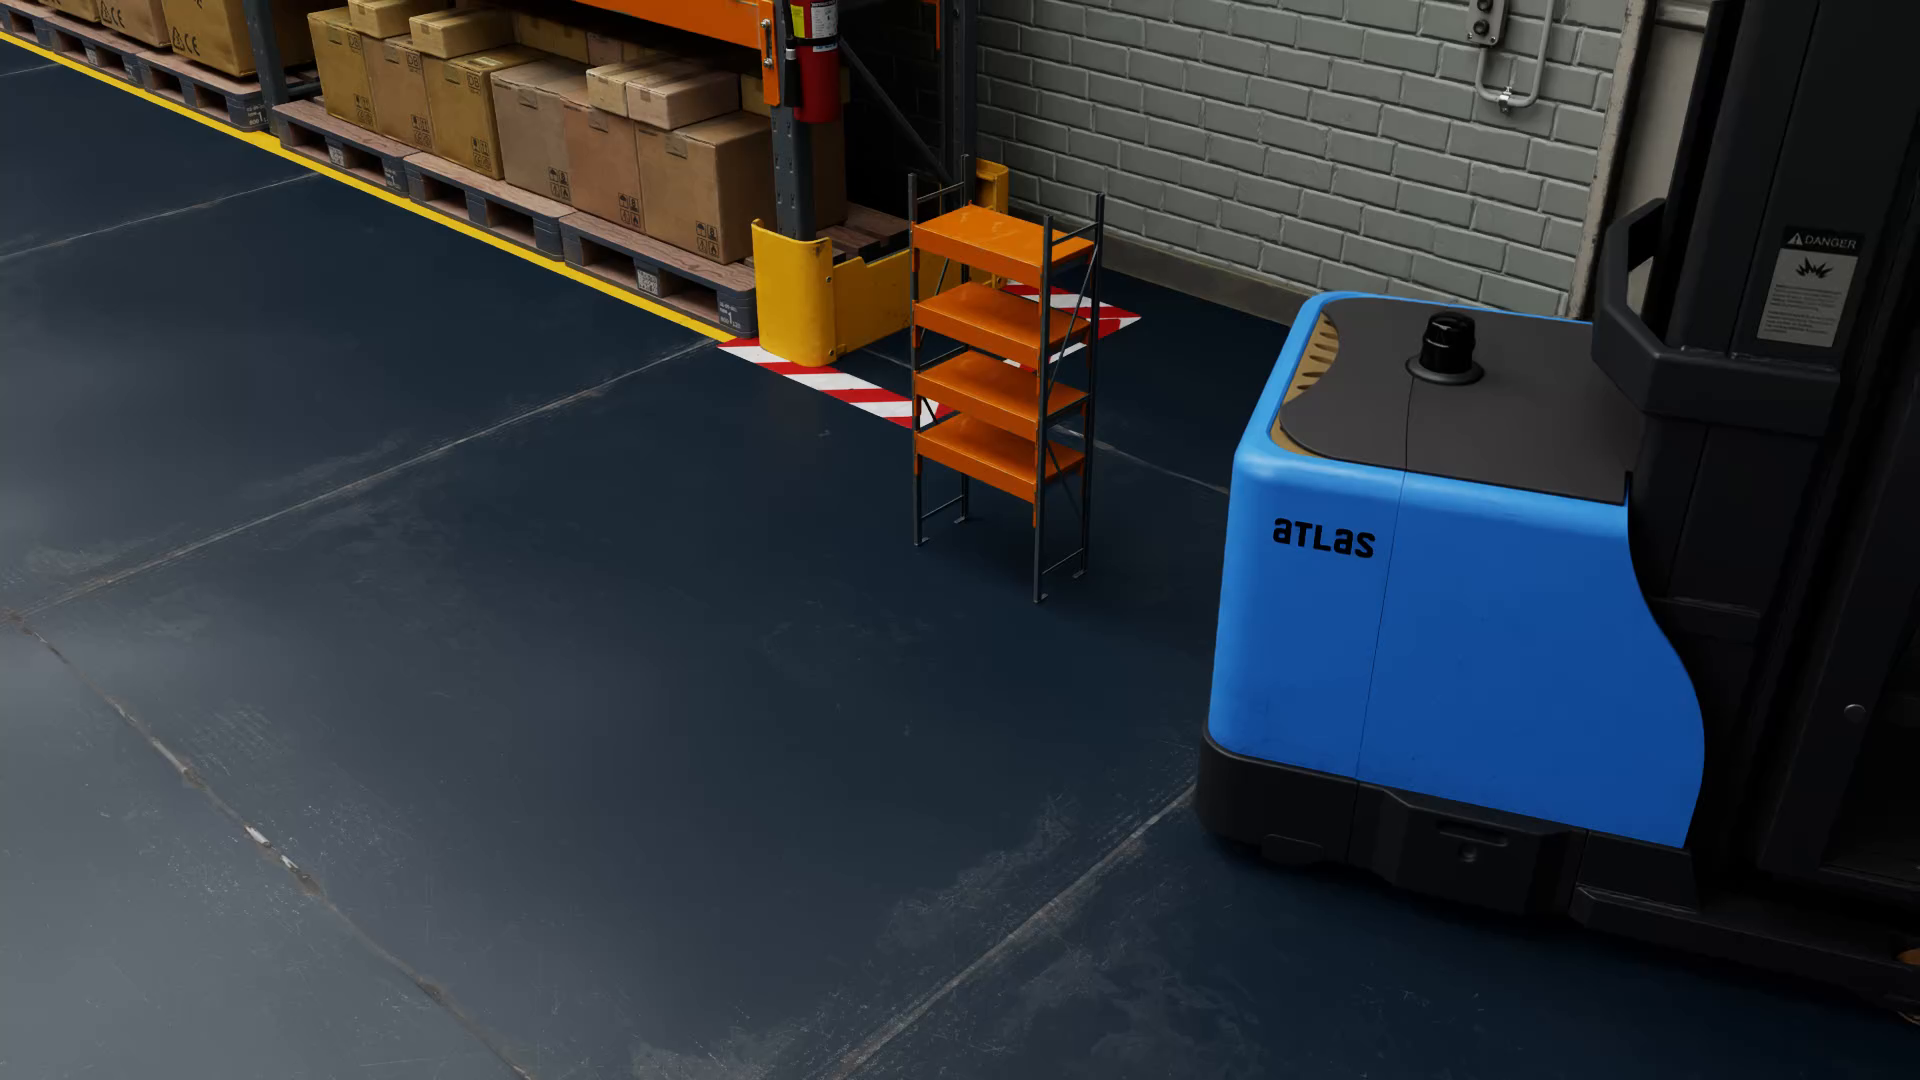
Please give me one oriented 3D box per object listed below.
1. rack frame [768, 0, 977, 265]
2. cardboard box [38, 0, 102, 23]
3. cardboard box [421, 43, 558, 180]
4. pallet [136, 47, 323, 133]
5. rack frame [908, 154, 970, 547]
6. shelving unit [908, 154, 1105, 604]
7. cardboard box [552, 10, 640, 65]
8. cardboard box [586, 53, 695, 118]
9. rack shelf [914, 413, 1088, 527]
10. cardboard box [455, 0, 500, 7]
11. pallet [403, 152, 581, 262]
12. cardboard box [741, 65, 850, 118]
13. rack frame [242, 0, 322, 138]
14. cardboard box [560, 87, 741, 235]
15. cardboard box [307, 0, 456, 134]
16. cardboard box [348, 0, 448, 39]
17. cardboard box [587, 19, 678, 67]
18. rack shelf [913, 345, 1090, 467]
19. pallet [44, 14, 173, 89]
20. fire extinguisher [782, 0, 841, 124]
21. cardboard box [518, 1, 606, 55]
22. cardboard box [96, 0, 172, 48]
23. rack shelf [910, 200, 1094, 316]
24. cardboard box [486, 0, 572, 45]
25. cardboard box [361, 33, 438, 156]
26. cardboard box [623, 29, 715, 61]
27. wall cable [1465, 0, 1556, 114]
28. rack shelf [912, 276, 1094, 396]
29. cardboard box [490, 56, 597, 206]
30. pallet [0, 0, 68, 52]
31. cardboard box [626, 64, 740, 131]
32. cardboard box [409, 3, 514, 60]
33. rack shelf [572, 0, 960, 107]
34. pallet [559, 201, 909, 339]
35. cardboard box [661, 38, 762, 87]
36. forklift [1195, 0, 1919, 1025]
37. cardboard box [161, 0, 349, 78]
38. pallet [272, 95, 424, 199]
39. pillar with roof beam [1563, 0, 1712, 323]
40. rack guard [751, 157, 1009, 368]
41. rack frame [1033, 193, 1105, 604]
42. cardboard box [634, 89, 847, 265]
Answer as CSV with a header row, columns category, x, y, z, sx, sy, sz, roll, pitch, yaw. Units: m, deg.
category,x,y,z,sx,sy,sz,roll,pitch,yaw
rack frame,-0.310,-2.220,6.030,0.127,3.000,1.000,25,39,35
cardboard box,-5.139,-3.638,10.062,0.750,0.750,0.750,25,39,35
cardboard box,-2.041,-2.062,7.784,0.500,0.500,0.700,26,40,36
pallet,-3.899,-2.648,9.445,1.213,0.211,1.003,25,39,35
rack frame,-0.058,-0.541,4.986,0.015,1.200,0.240,25,39,35
shelving unit,0.123,-0.457,4.845,0.503,1.200,0.258,25,39,35
cardboard box,-1.611,-2.283,7.521,0.250,0.149,0.380,25,39,36
cardboard box,-1.304,-1.874,6.843,0.250,0.149,0.380,26,40,36
rack shelf,0.123,-0.229,4.982,0.480,0.148,0.258,25,39,35
cardboard box,-2.177,-2.547,7.961,0.250,0.149,0.380,24,38,34
pallet,-1.856,-1.695,7.861,1.213,0.211,1.003,25,39,35
cardboard box,-0.670,-1.845,6.793,0.250,0.149,0.380,25,39,35
rack frame,-3.276,-3.605,8.330,0.127,3.000,1.000,25,39,35
cardboard box,-1.268,-1.707,7.193,0.500,0.500,0.700,25,39,35
cardboard box,-2.790,-2.416,8.371,0.500,0.500,0.700,26,39,36
cardboard box,-2.659,-2.505,7.891,0.250,0.149,0.380,27,40,37
cardboard box,-1.420,-2.194,7.374,0.250,0.149,0.380,26,39,36
rack shelf,0.123,-0.399,4.880,0.480,0.148,0.258,25,39,35
pallet,-4.808,-3.071,10.146,1.213,0.211,1.003,25,39,35
fire extinguisher,-0.508,-1.799,5.766,0.183,0.674,0.296,25,39,35
cardboard box,-1.798,-2.371,7.667,0.250,0.149,0.380,24,39,34
cardboard box,-4.506,-3.346,9.576,0.750,0.750,0.750,26,40,36
rack shelf,0.123,-0.793,4.643,0.480,0.148,0.258,25,39,35
cardboard box,-1.990,-2.460,7.815,0.250,0.149,0.380,25,39,36
cardboard box,-2.420,-2.241,8.080,0.500,0.500,0.700,25,39,35
cardboard box,-1.231,-2.106,7.228,0.250,0.149,0.380,25,39,35
wall cable,1.274,-2.574,5.633,1.851,1.984,0.084,25,39,35
rack shelf,0.123,-0.591,4.765,0.480,0.148,0.258,25,39,35
cardboard box,-1.641,-1.880,7.482,0.500,0.500,0.700,24,38,34
pallet,-5.708,-3.493,10.847,1.213,0.211,1.003,25,39,35
cardboard box,-1.114,-1.786,6.696,0.250,0.149,0.380,25,39,35
cardboard box,-2.272,-2.325,7.591,0.250,0.149,0.380,24,38,34
rack shelf,-1.793,-2.604,7.365,4.000,0.370,1.077,25,39,35
pallet,-0.956,-1.273,7.159,1.213,0.211,1.003,25,39,35
cardboard box,-1.046,-2.020,7.084,0.250,0.149,0.380,25,39,35
forklift,2.142,-0.499,3.237,3.031,2.935,1.130,10,33,17
cardboard box,-3.845,-3.039,9.067,0.750,0.750,0.750,26,39,36
pallet,-2.765,-2.117,8.562,1.213,0.211,1.003,25,39,35
pillar with roof beam,-0.617,-2.541,0.746,0.400,9.000,9.100,25,39,35
rack guard,-0.293,-1.141,6.661,0.348,0.500,1.175,25,39,35
rack frame,0.304,-0.372,4.705,0.015,1.200,0.240,25,39,35
cardboard box,-0.896,-1.534,6.905,0.500,0.500,0.700,25,39,35
